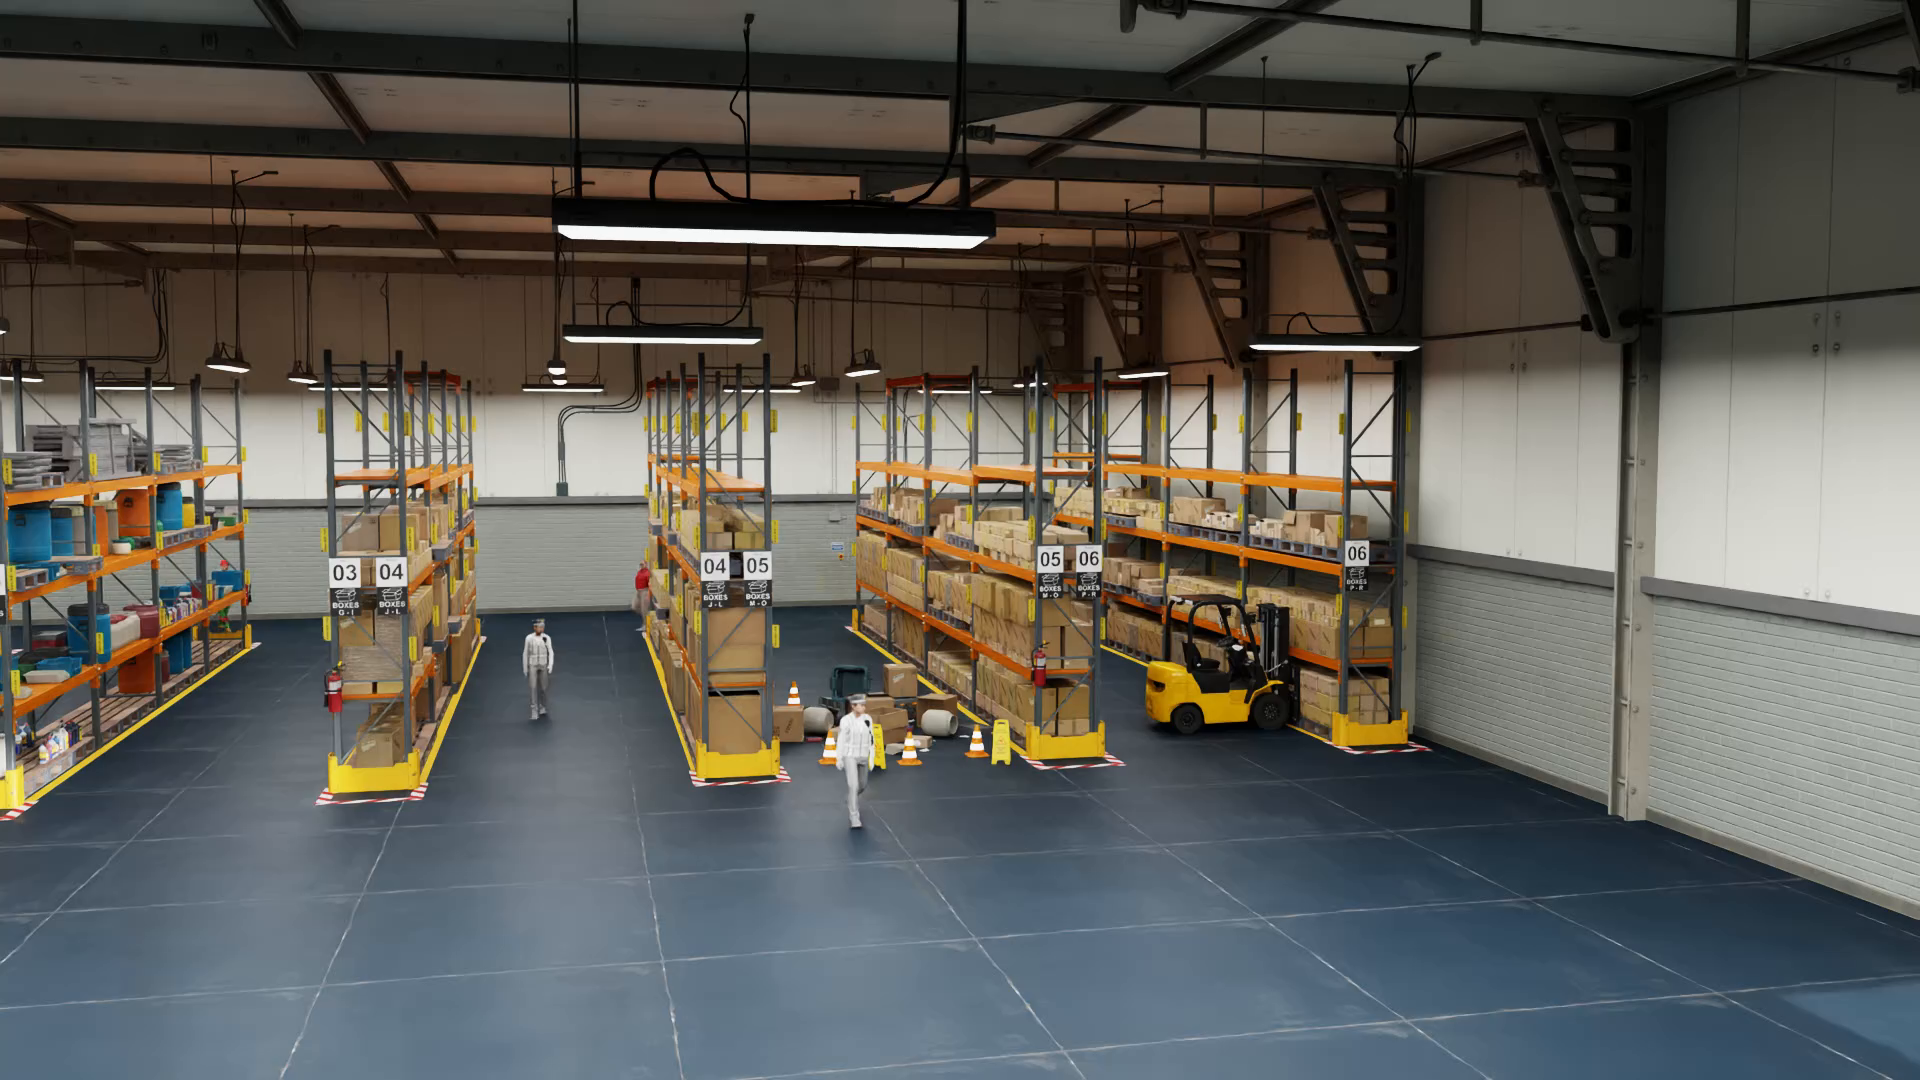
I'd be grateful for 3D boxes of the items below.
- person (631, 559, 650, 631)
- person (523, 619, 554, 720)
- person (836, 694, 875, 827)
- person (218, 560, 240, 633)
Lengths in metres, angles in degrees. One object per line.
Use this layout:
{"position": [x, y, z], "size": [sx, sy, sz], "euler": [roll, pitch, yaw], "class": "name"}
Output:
{"position": [-7.667, 1.372, 40.271], "size": [0.575, 1.629, 0.494], "euler": [4, 5, 42], "class": "person"}
{"position": [-7.209, 2.202, 28.511], "size": [0.516, 1.671, 0.707], "euler": [-2, 4, -21], "class": "person"}
{"position": [-1.332, 2.726, 21.013], "size": [0.495, 1.609, 0.970], "euler": [-2, 5, -32], "class": "person"}
{"position": [-17.652, 1.329, 39.948], "size": [1.102, 1.718, 0.592], "euler": [4, 5, 43], "class": "person"}
